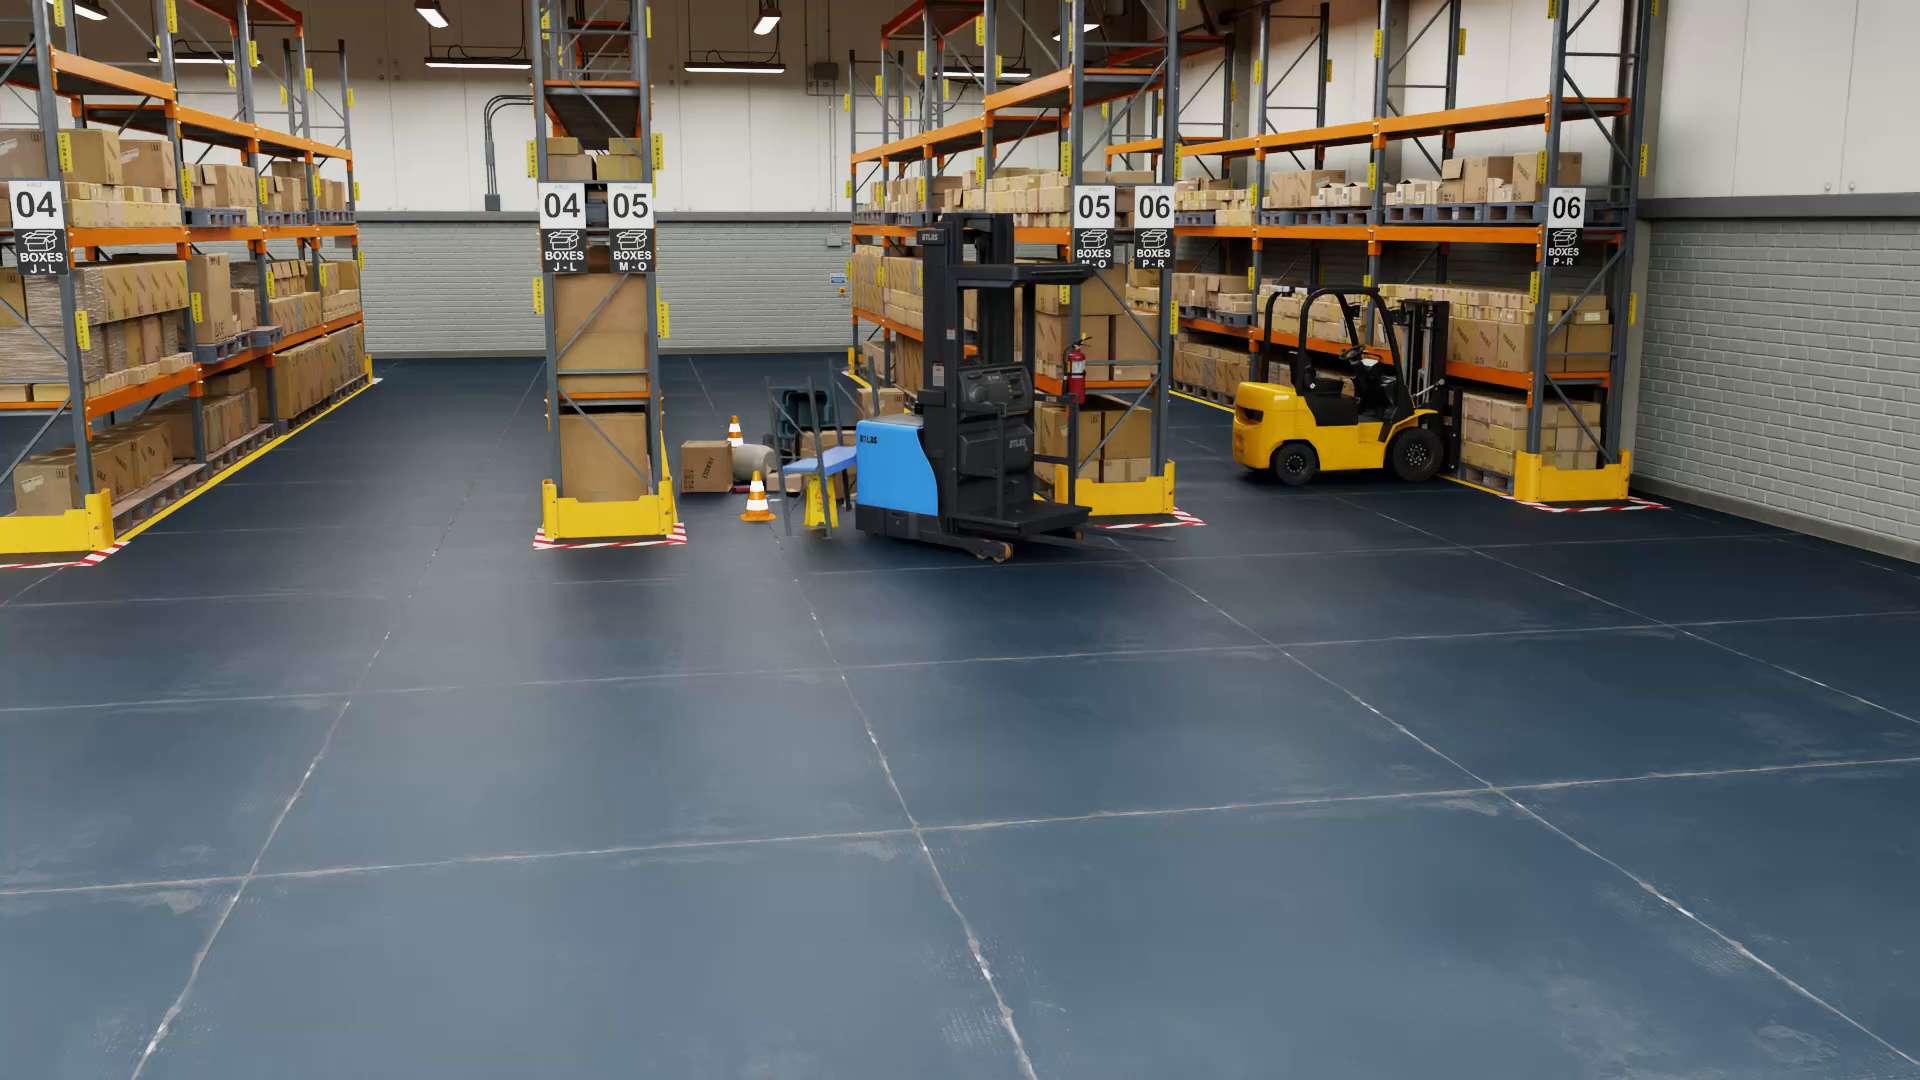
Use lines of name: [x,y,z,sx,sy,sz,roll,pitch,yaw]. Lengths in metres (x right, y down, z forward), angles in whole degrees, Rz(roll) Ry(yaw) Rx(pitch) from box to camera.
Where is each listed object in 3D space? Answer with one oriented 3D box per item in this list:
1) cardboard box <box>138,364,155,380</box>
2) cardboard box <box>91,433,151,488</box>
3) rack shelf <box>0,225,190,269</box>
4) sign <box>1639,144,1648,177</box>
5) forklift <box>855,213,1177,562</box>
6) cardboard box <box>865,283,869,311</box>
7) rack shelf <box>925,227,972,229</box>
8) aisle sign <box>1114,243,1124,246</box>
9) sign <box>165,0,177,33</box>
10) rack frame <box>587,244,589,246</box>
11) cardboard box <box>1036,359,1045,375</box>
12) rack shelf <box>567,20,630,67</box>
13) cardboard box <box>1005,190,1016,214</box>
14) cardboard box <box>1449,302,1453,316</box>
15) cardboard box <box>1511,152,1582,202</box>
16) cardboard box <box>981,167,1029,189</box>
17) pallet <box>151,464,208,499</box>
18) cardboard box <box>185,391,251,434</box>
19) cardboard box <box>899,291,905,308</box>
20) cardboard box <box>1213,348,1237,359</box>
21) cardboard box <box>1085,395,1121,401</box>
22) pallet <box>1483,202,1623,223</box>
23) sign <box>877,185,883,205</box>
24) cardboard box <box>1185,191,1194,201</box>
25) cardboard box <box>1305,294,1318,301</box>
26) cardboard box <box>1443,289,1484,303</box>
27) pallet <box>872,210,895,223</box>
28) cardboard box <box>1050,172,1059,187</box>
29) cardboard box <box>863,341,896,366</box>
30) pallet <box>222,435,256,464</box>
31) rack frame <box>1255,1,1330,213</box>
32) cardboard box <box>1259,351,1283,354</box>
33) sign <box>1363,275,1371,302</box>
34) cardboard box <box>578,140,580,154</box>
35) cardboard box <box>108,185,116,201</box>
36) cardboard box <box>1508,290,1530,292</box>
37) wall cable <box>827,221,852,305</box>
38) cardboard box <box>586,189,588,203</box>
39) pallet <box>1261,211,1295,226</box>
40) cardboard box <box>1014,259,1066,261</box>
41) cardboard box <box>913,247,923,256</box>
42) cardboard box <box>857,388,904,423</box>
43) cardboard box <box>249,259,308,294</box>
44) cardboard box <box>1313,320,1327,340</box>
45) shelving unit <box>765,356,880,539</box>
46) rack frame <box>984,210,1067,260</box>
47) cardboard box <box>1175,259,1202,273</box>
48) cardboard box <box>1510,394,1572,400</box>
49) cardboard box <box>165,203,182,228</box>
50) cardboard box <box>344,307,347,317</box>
cardboard box: [-8.331,-1.686,16.702,0.380,0.149,0.250,-2,11,-11]
cardboard box: [-8.583,-0.801,16.945,0.500,0.500,0.500,-3,11,-16]
rack shelf: [-8.549,-2.867,16.137,1.077,0.370,4.000,-2,11,-11]
sign: [6.974,-3.882,16.999,0.100,0.325,0.005,-2,11,-11]
forklift: [0.473,-1.362,14.513,3.031,2.935,1.130,9,14,40]
cardboard box: [-1.419,-4.348,29.752,0.500,0.500,0.500,-2,11,-9]
rack shelf: [0.394,-3.961,21.885,1.077,0.370,4.000,-2,11,-11]
aisle sign: [3.016,-6.135,32.453,0.394,0.787,0.004,-2,11,-11]
sign: [-8.402,-5.575,17.708,0.100,0.325,0.005,-2,11,-11]
rack frame: [-6.387,-4.476,30.691,1.000,3.000,0.127,-2,11,-11]
cardboard box: [1.011,-1.814,17.376,0.380,0.149,0.250,-2,11,-10]
rack shelf: [-5.998,-8.336,27.959,1.077,0.370,4.000,-2,11,-11]
cardboard box: [0.794,-3.742,18.420,0.500,0.250,0.500,-2,11,-10]
cardboard box: [5.736,-2.670,19.202,0.380,0.149,0.250,-2,11,-12]
cardboard box: [6.104,-3.772,17.310,0.500,0.500,0.500,-2,11,-9]
cardboard box: [0.545,-4.427,20.353,0.500,0.250,0.500,-2,11,-10]
pallet: [-8.773,-0.622,17.898,1.003,0.211,1.213,-2,11,-11]
cardboard box: [-9.446,-1.612,21.151,0.700,0.500,0.500,-3,11,-16]
cardboard box: [-0.663,-3.741,25.894,0.500,0.250,0.500,-2,11,-13]
cardboard box: [4.298,-3.011,26.822,0.380,0.149,0.250,-3,11,-14]
cardboard box: [1.474,-1.314,18.305,0.500,0.500,0.500,-2,11,-10]
pallet: [6.317,-3.482,17.683,1.003,0.211,1.213,-2,11,-11]
sign: [-1.317,-5.687,27.436,0.100,0.325,0.005,-2,11,-11]
cardboard box: [3.928,-5.662,27.388,0.380,0.149,0.250,-2,11,-12]
cardboard box: [4.962,-3.356,22.806,0.380,0.149,0.250,-2,11,-13]
cardboard box: [5.816,-2.821,19.198,0.380,0.149,0.250,-2,11,-11]
pallet: [-0.922,-5.521,28.398,1.003,0.211,1.213,-2,11,-11]
cardboard box: [1.125,-3.628,16.753,0.380,0.149,0.250,-2,11,-12]
cardboard box: [-1.325,-3.505,31.318,0.875,0.438,0.875,-3,11,-13]
pallet: [-9.332,-1.110,20.466,1.003,0.211,1.213,-2,11,-11]
rack frame: [4.873,-6.336,24.416,1.000,3.000,0.127,-2,11,-11]
cardboard box: [4.925,-2.885,26.159,0.380,0.149,0.250,-2,11,-10]
sign: [5.121,-3.163,20.909,0.100,0.325,0.005,-2,11,-11]
cardboard box: [-3.721,-3.634,15.394,0.380,0.149,0.250,-2,11,-11]
cardboard box: [-8.206,-3.274,15.689,0.380,0.149,0.250,-3,11,-14]
cardboard box: [6.426,-2.747,18.808,0.380,0.149,0.250,-2,11,-12]
wall cable: [-2.671,-6.222,37.065,0.585,1.953,0.123,-2,11,-11]
cardboard box: [-4.263,-3.754,18.157,0.380,0.149,0.250,-2,11,-11]
pallet: [5.093,-4.648,24.078,1.213,0.211,1.003,-2,11,-8]
cardboard box: [0.805,-2.884,18.589,0.700,0.500,0.500,-2,11,-12]
cardboard box: [-0.580,-4.867,28.070,0.380,0.149,0.250,-2,11,-12]
cardboard box: [-0.957,-1.548,19.965,0.500,0.500,0.500,-2,11,-11]
cardboard box: [-10.362,-4.006,25.269,0.797,0.503,0.637,-2,11,-12]
cardboard box: [5.127,-2.848,22.540,0.500,0.250,0.500,-2,11,-11]
shelving unit: [-1.204,-0.872,15.433,0.538,1.500,1.048,2,15,30]
rack frame: [0.783,-2.474,20.171,1.000,3.000,0.127,-2,11,-11]
cardboard box: [4.066,-4.846,30.234,0.500,0.500,0.500,-2,11,-13]
cardboard box: [6.420,-1.455,18.373,0.500,0.250,0.500,-2,11,-11]
cardboard box: [-8.593,-3.439,17.622,0.500,0.250,0.500,-2,11,-9]
cardboard box: [-10.583,-3.857,28.111,0.380,0.149,0.250,-2,11,-10]
